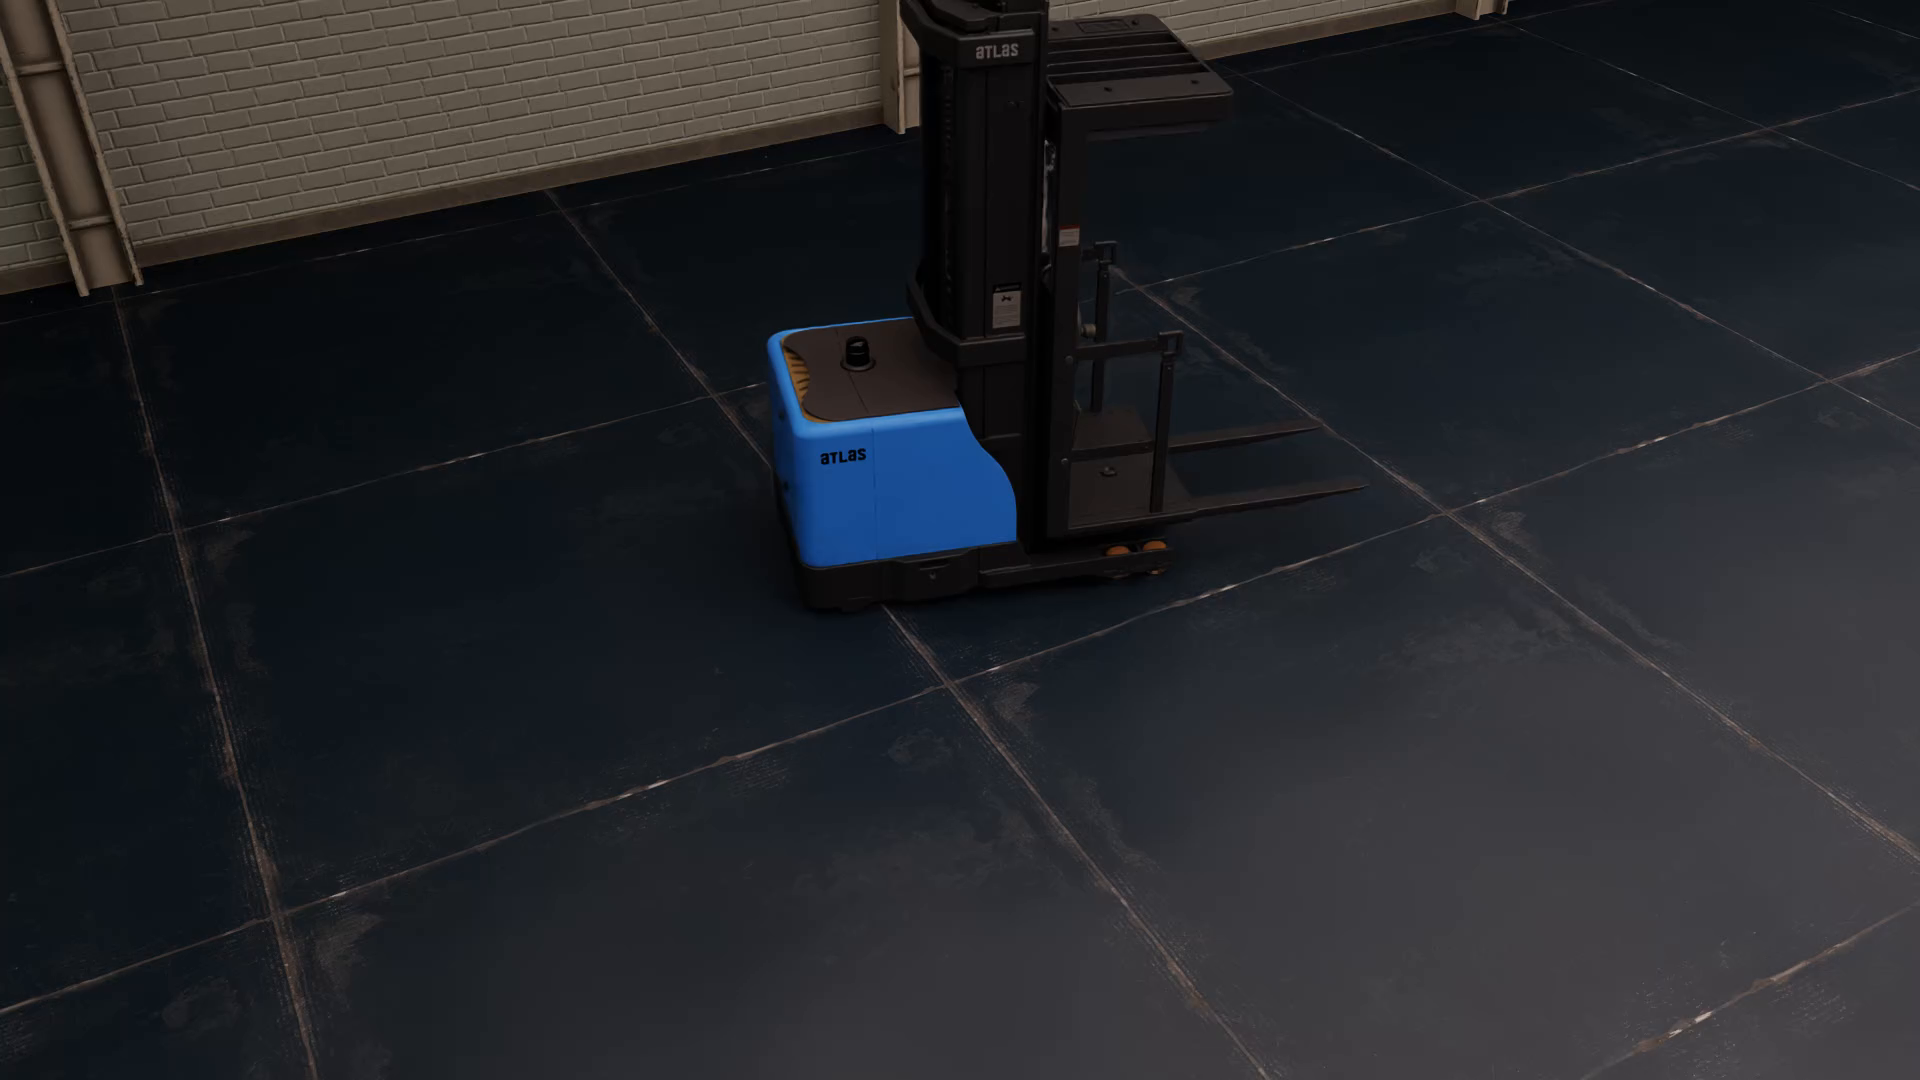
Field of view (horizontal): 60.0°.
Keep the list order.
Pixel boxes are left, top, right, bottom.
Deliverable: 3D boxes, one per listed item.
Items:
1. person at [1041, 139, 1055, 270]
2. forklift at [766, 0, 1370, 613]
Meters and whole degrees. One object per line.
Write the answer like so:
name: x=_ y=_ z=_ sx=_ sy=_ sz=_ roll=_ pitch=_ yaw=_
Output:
person: x=0.384 y=-2.530 z=10.805 sx=0.528 sy=1.662 sz=0.375 roll=4 pitch=35 yaw=5
forklift: x=0.597 y=-1.288 z=7.945 sx=3.031 sy=2.935 sz=1.130 roll=-8 pitch=36 yaw=-11
